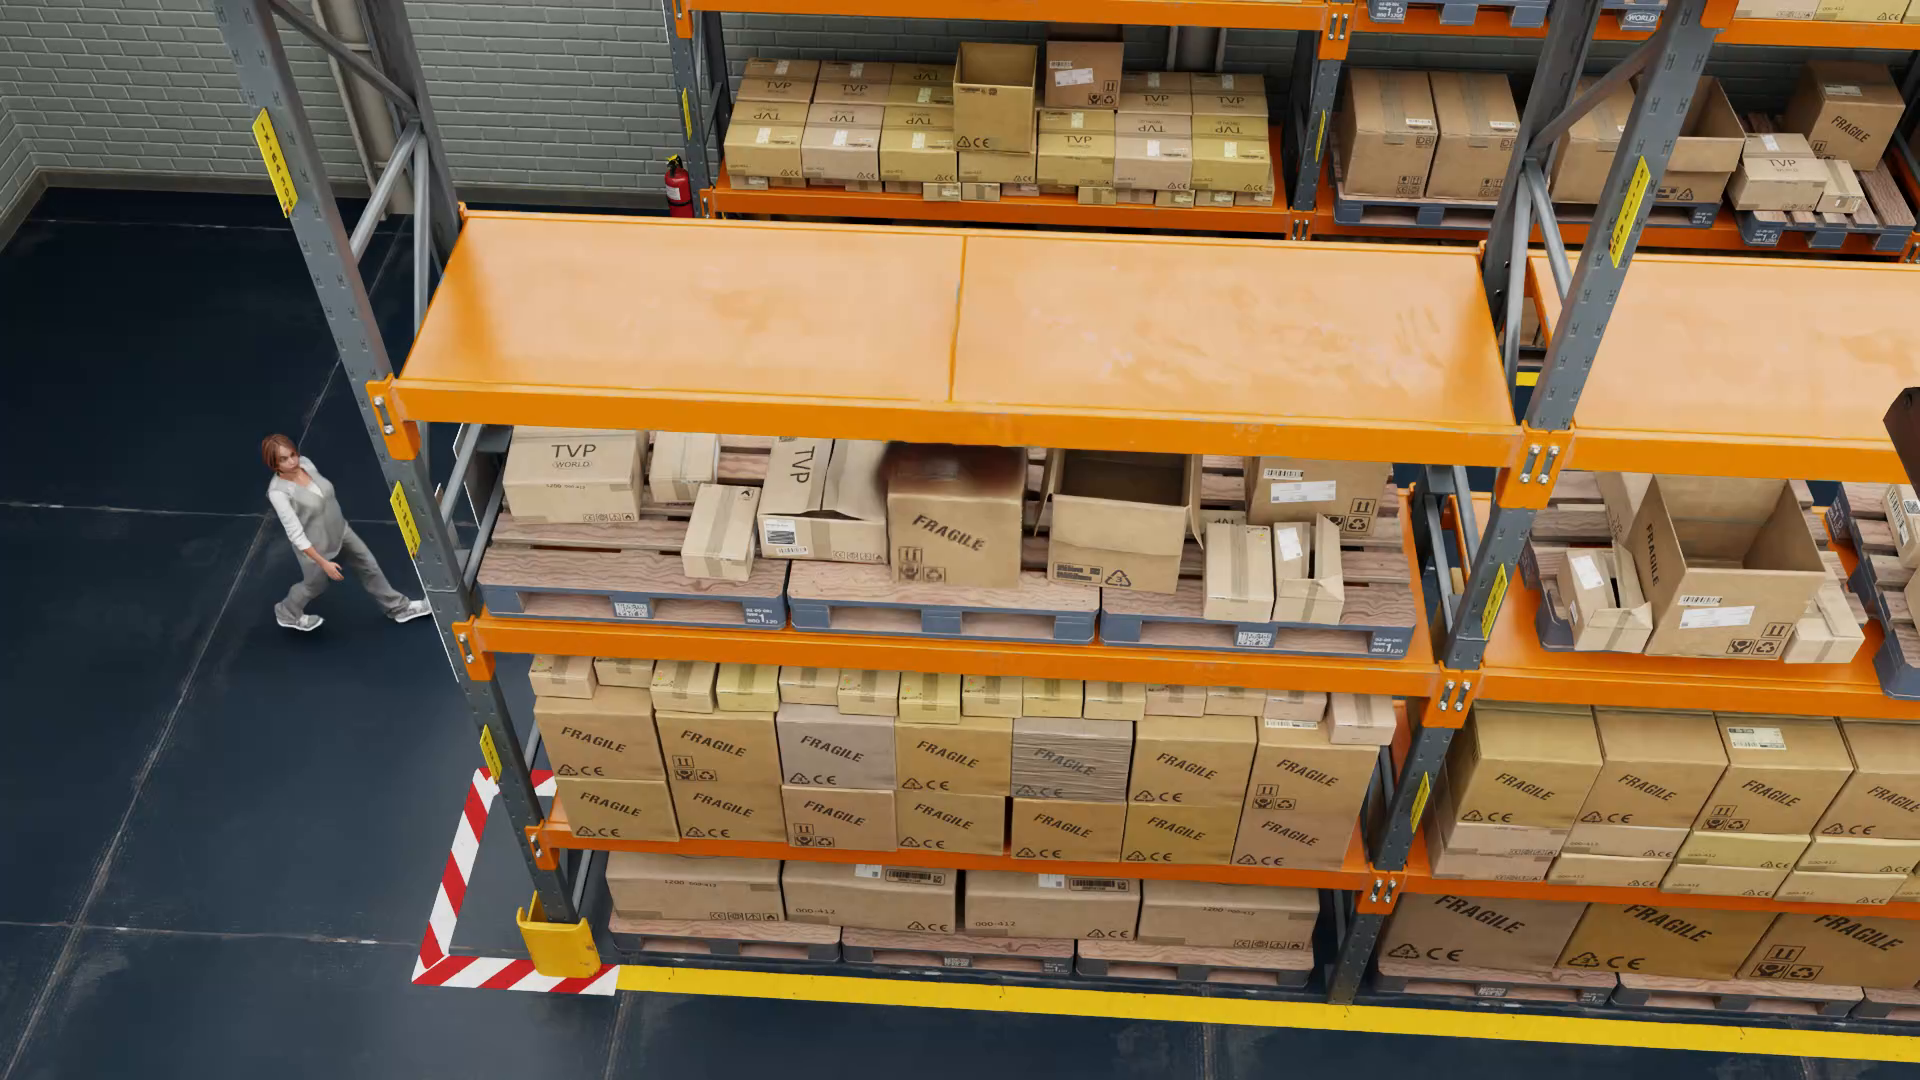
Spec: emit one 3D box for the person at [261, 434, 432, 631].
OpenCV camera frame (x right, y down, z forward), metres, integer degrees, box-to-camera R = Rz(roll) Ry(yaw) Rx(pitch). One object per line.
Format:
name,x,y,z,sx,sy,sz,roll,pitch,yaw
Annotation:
person,-3.704,0.006,9.680,0.921,1.542,0.480,3,48,3
